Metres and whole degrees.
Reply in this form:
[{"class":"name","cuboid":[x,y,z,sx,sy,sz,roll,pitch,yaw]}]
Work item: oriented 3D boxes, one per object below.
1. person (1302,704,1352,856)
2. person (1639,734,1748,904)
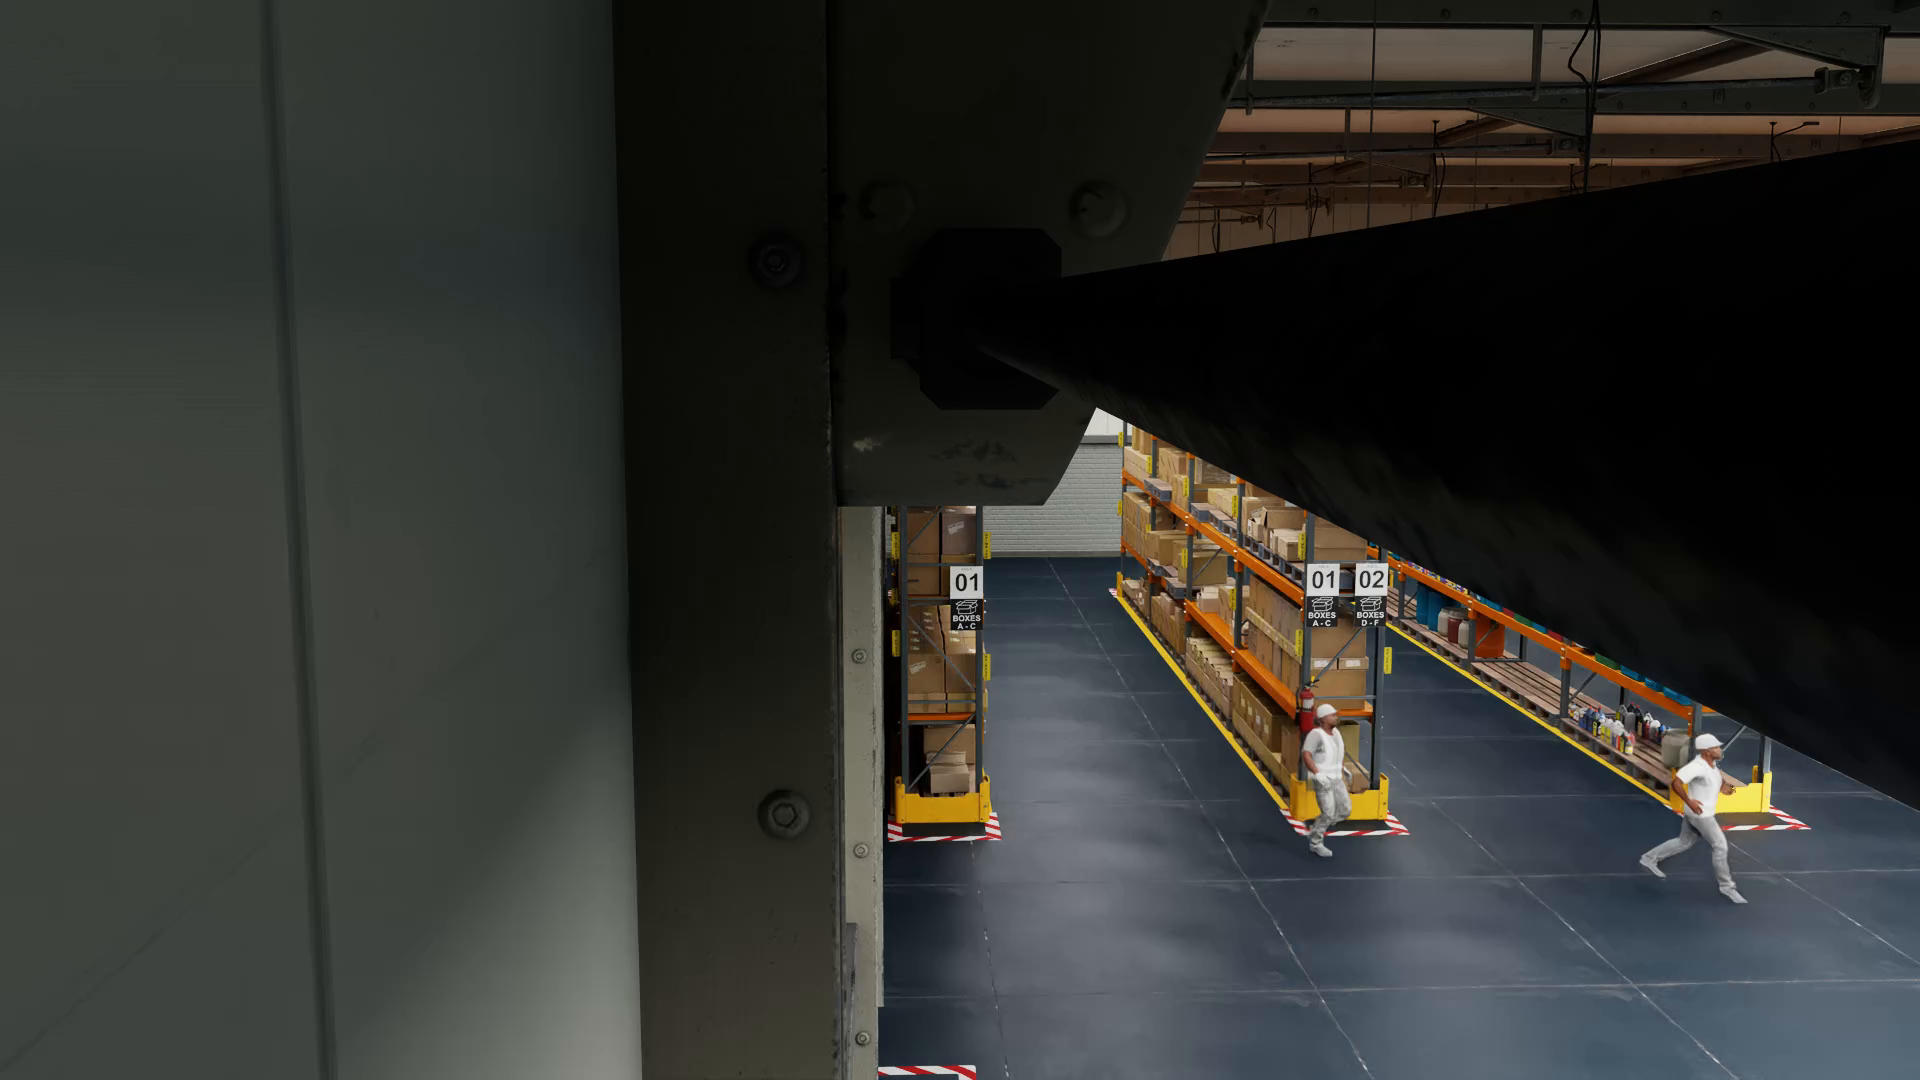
[{"class":"person","cuboid":[4.303,2.783,19.318,0.744,1.722,0.527,-7,11,-41]},{"class":"person","cuboid":[7.947,2.960,17.947,1.088,1.796,0.661,3,9,21]}]
